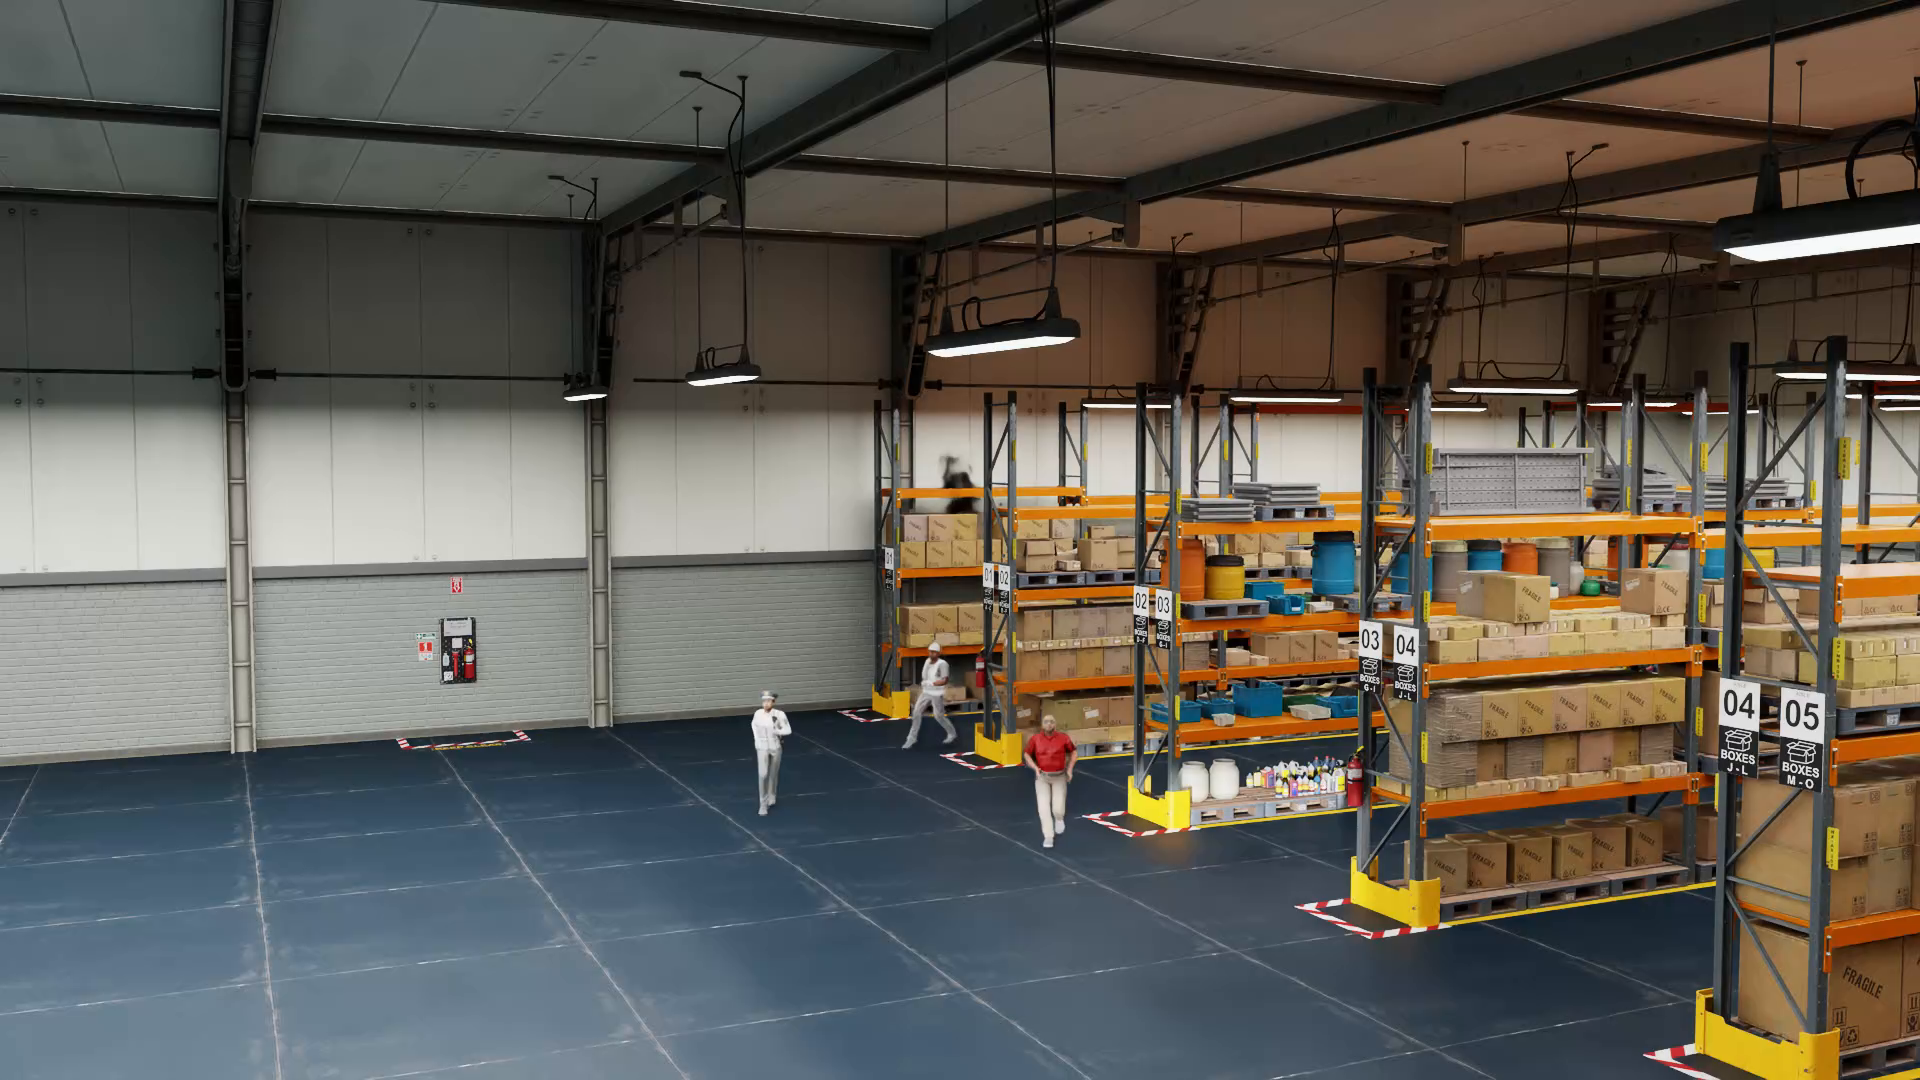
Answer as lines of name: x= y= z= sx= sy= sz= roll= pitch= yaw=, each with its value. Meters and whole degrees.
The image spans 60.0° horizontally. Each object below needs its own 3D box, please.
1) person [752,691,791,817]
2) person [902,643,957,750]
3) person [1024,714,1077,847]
person: x=-2.649 y=2.974 z=23.339 sx=0.581 sy=1.761 sz=0.755 roll=0 pitch=3 yaw=-1
person: x=-0.453 y=2.634 z=28.149 sx=0.957 sy=1.799 sz=0.690 roll=-3 pitch=4 yaw=-41
person: x=1.161 y=3.073 z=21.434 sx=0.684 sy=1.685 sz=0.619 roll=0 pitch=3 yaw=7
